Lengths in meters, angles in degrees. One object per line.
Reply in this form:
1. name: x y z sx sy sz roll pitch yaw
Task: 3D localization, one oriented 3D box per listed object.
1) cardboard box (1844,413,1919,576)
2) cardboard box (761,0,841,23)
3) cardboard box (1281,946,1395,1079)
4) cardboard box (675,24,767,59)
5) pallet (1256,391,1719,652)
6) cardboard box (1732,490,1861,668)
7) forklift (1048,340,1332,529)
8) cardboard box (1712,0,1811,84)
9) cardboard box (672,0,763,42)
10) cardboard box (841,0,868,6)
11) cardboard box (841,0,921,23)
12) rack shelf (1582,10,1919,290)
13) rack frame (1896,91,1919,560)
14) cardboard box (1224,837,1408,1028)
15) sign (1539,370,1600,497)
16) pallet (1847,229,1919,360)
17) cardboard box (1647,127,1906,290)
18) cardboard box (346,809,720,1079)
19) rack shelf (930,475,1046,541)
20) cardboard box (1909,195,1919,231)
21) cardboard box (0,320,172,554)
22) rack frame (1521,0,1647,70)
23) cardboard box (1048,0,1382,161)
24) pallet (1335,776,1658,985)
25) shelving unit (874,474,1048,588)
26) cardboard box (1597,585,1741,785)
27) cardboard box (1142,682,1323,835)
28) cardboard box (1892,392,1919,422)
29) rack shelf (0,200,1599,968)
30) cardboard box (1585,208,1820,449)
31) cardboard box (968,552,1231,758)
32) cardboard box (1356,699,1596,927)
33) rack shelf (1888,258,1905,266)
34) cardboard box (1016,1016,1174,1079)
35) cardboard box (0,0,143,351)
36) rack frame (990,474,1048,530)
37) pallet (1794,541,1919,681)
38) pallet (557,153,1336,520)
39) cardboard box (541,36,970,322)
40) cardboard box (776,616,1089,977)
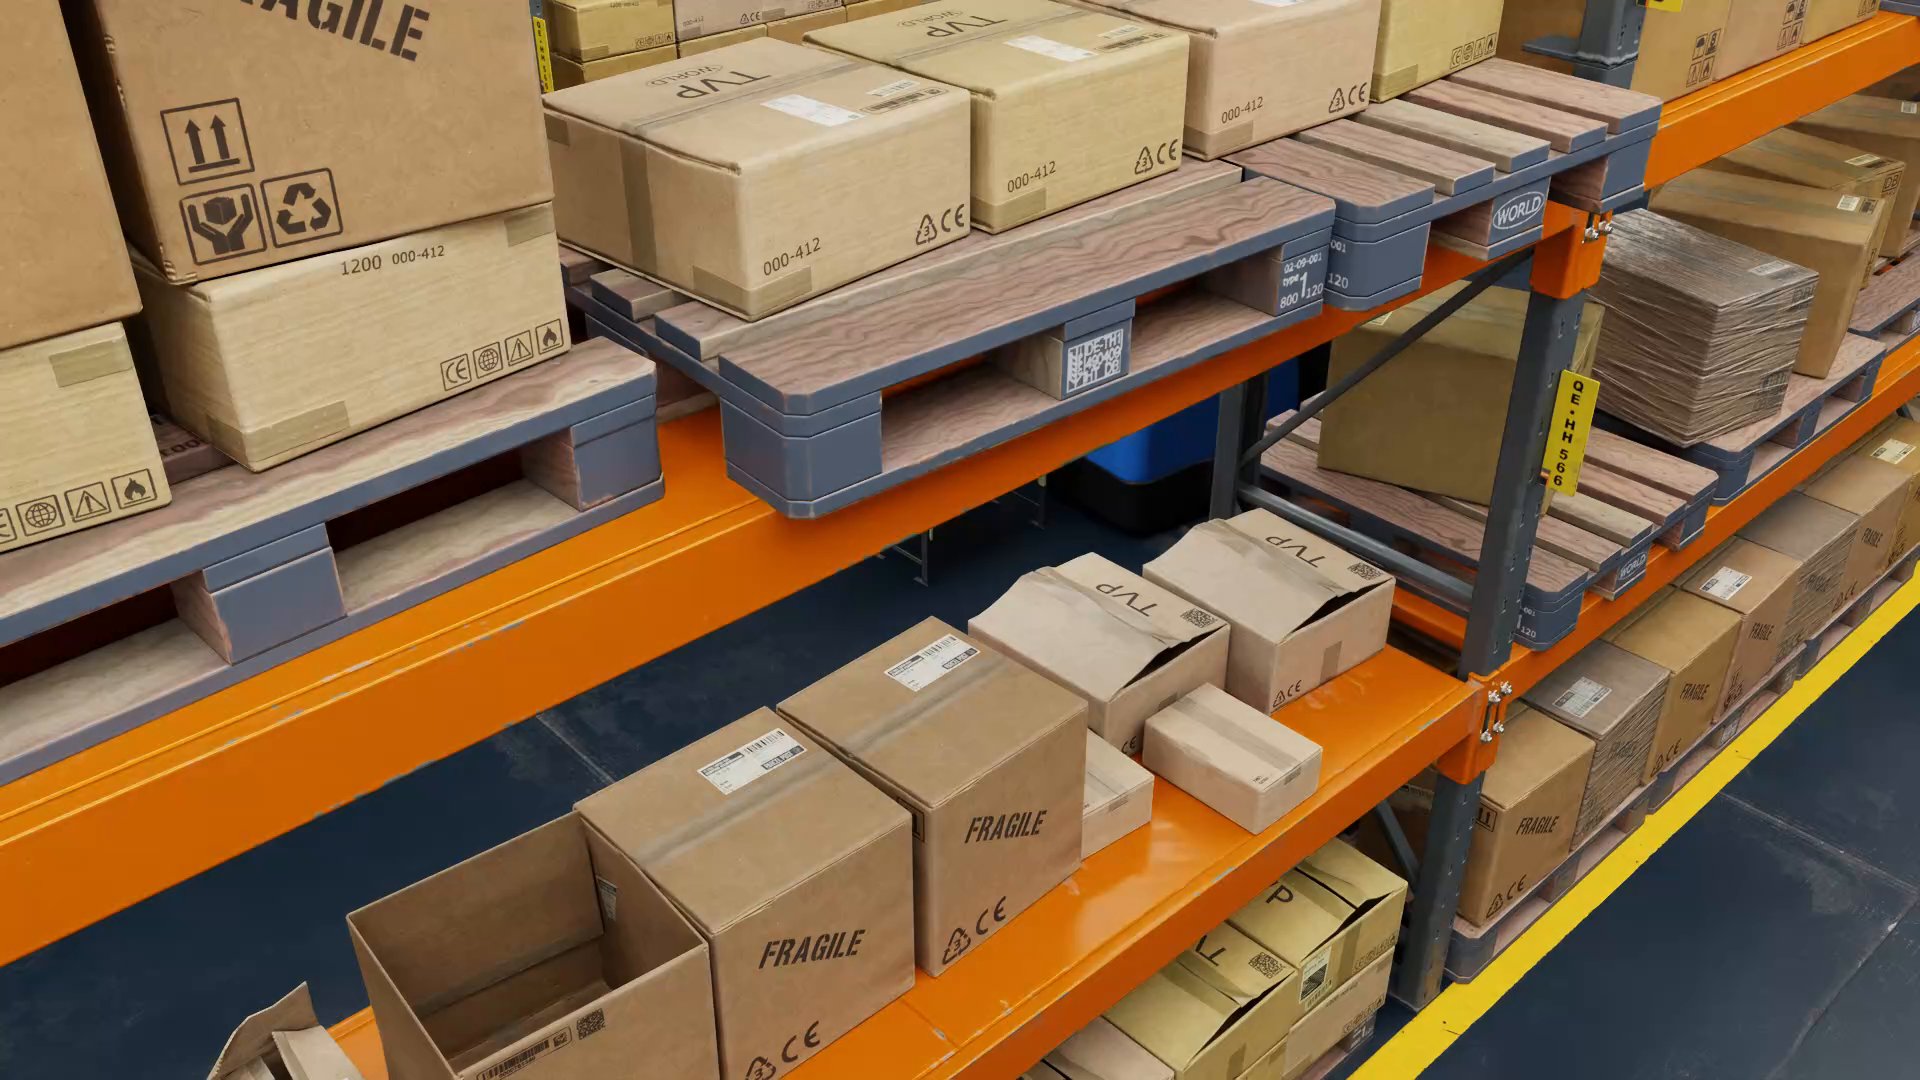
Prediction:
1. cardboard box: 3.924 -0.240 7.241 0.500 0.500 0.500 -26 40 -36
2. cardboard box: -0.947 -2.808 8.348 0.500 0.250 0.500 -26 40 -35
3. cardboard box: 0.938 1.290 4.999 0.500 0.250 0.500 -25 39 -34
4. cardboard box: -1.292 -2.312 8.256 0.500 0.500 0.500 -24 39 -34
5. pallet: 1.607 -0.170 5.336 1.003 0.211 1.213 -26 40 -35
6. cardboard box: 3.188 0.110 6.669 0.500 0.500 0.500 -25 39 -35
7. forklift: 1.688 -1.909 8.063 3.031 2.935 1.130 -21 37 -31
8. cardboard box: 1.829 -1.655 4.610 0.500 0.500 0.910 -26 40 -35
9. cardboard box: -1.311 -2.629 8.055 0.500 0.250 0.500 -26 40 -36
10. cardboard box: -0.577 -2.991 8.648 0.500 0.250 0.500 -27 40 -36
11. cardboard box: -0.551 -2.676 8.850 0.500 0.500 0.500 -25 39 -34
12. rack shelf: 2.624 -1.666 5.414 4.000 0.370 1.077 -26 40 -35
13. rack frame: 4.091 -1.403 7.169 0.127 3.000 1.000 -26 40 -35
14. cardboard box: 0.941 1.051 4.852 0.500 0.311 0.500 -25 39 -34
15. sign: 1.538 -0.267 4.201 0.005 0.325 0.100 -26 40 -35
16. pallet: 3.431 -1.079 6.824 1.213 0.211 1.003 -26 40 -35
17. cardboard box: 3.130 -1.274 6.460 0.500 0.500 0.700 -19 36 -28
18. cardboard box: -0.815 0.939 3.243 0.500 0.500 0.500 -23 38 -32
19. rack shelf: -0.005 -0.359 7.525 0.720 0.370 0.431 -26 40 -35
20. cardboard box: 4.283 -1.721 7.593 0.500 0.500 0.500 -25 39 -35
21. cardboard box: -1.317 -0.175 2.027 0.500 0.250 0.500 -21 37 -31
22. rack frame: 1.158 -2.544 3.284 0.127 3.000 1.000 -26 40 -35
23. cardboard box: 0.491 -1.004 3.382 0.500 0.250 0.500 -25 39 -34
24. pallet: 1.731 0.955 5.986 1.213 0.211 1.003 -26 40 -35
25. shelving unit: -0.005 -0.637 7.355 0.755 1.500 0.431 -26 40 -35
26. cardboard box: 2.437 0.479 6.066 0.500 0.500 0.500 -26 40 -36
27. cardboard box: 0.686 0.548 4.220 0.250 0.149 0.380 -26 40 -35
28. cardboard box: 4.546 -0.510 7.864 0.500 0.311 0.500 -26 40 -35
29. rack shelf: -0.309 -0.247 3.094 4.000 0.370 1.077 -26 40 -35
30. cardboard box: 2.344 -0.724 5.560 0.500 0.500 0.700 -18 36 -27
31. cardboard box: 0.370 0.297 4.474 0.500 0.311 0.500 -26 40 -36
32. cardboard box: 1.686 0.843 5.471 0.500 0.500 0.500 -24 39 -34
33. rack shelf: 5.558 -1.805 8.517 4.000 0.370 1.077 -26 40 -35
34. cardboard box: 0.193 1.415 4.256 0.500 0.311 0.500 -26 40 -36
35. cardboard box: -1.296 -0.484 1.813 0.500 0.500 0.500 -25 40 -35
36. rack frame: 0.263 -0.767 7.567 0.023 1.500 0.400 -26 40 -35
37. pallet: 3.520 0.090 7.401 1.213 0.211 1.003 -26 40 -35
38. pallet: -0.097 -0.511 3.015 1.213 0.211 1.003 -24 39 -33
39. cardboard box: -0.332 -0.615 2.746 0.500 0.250 0.500 25 40 35
40. cardboard box: -0.061 0.575 3.839 0.500 0.500 0.500 27 40 36
